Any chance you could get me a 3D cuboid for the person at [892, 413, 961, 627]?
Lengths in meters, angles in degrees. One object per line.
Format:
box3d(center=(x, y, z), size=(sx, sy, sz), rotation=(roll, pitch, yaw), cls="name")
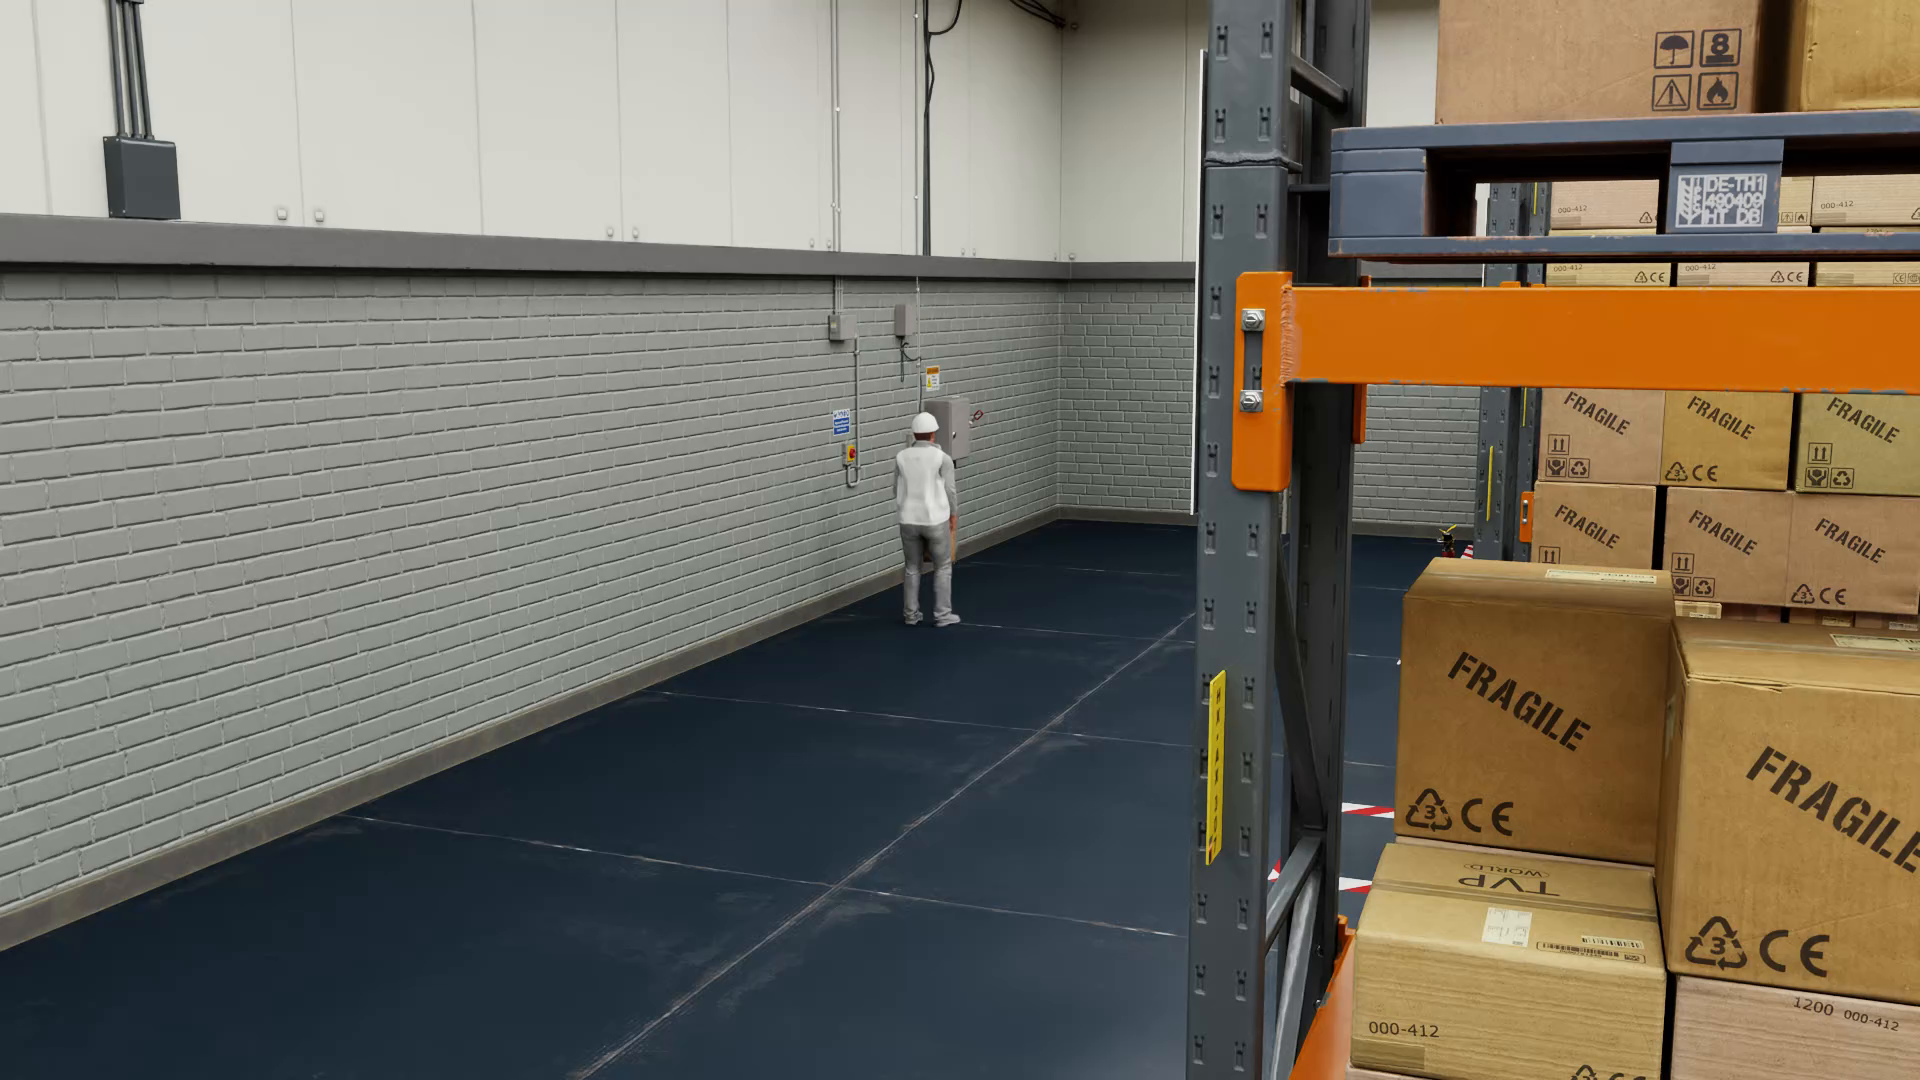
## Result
box3d(center=(-0.295, -0.171, 13.868), size=(0.558, 1.777, 0.425), rotation=(3, 9, 20), cls="person")
